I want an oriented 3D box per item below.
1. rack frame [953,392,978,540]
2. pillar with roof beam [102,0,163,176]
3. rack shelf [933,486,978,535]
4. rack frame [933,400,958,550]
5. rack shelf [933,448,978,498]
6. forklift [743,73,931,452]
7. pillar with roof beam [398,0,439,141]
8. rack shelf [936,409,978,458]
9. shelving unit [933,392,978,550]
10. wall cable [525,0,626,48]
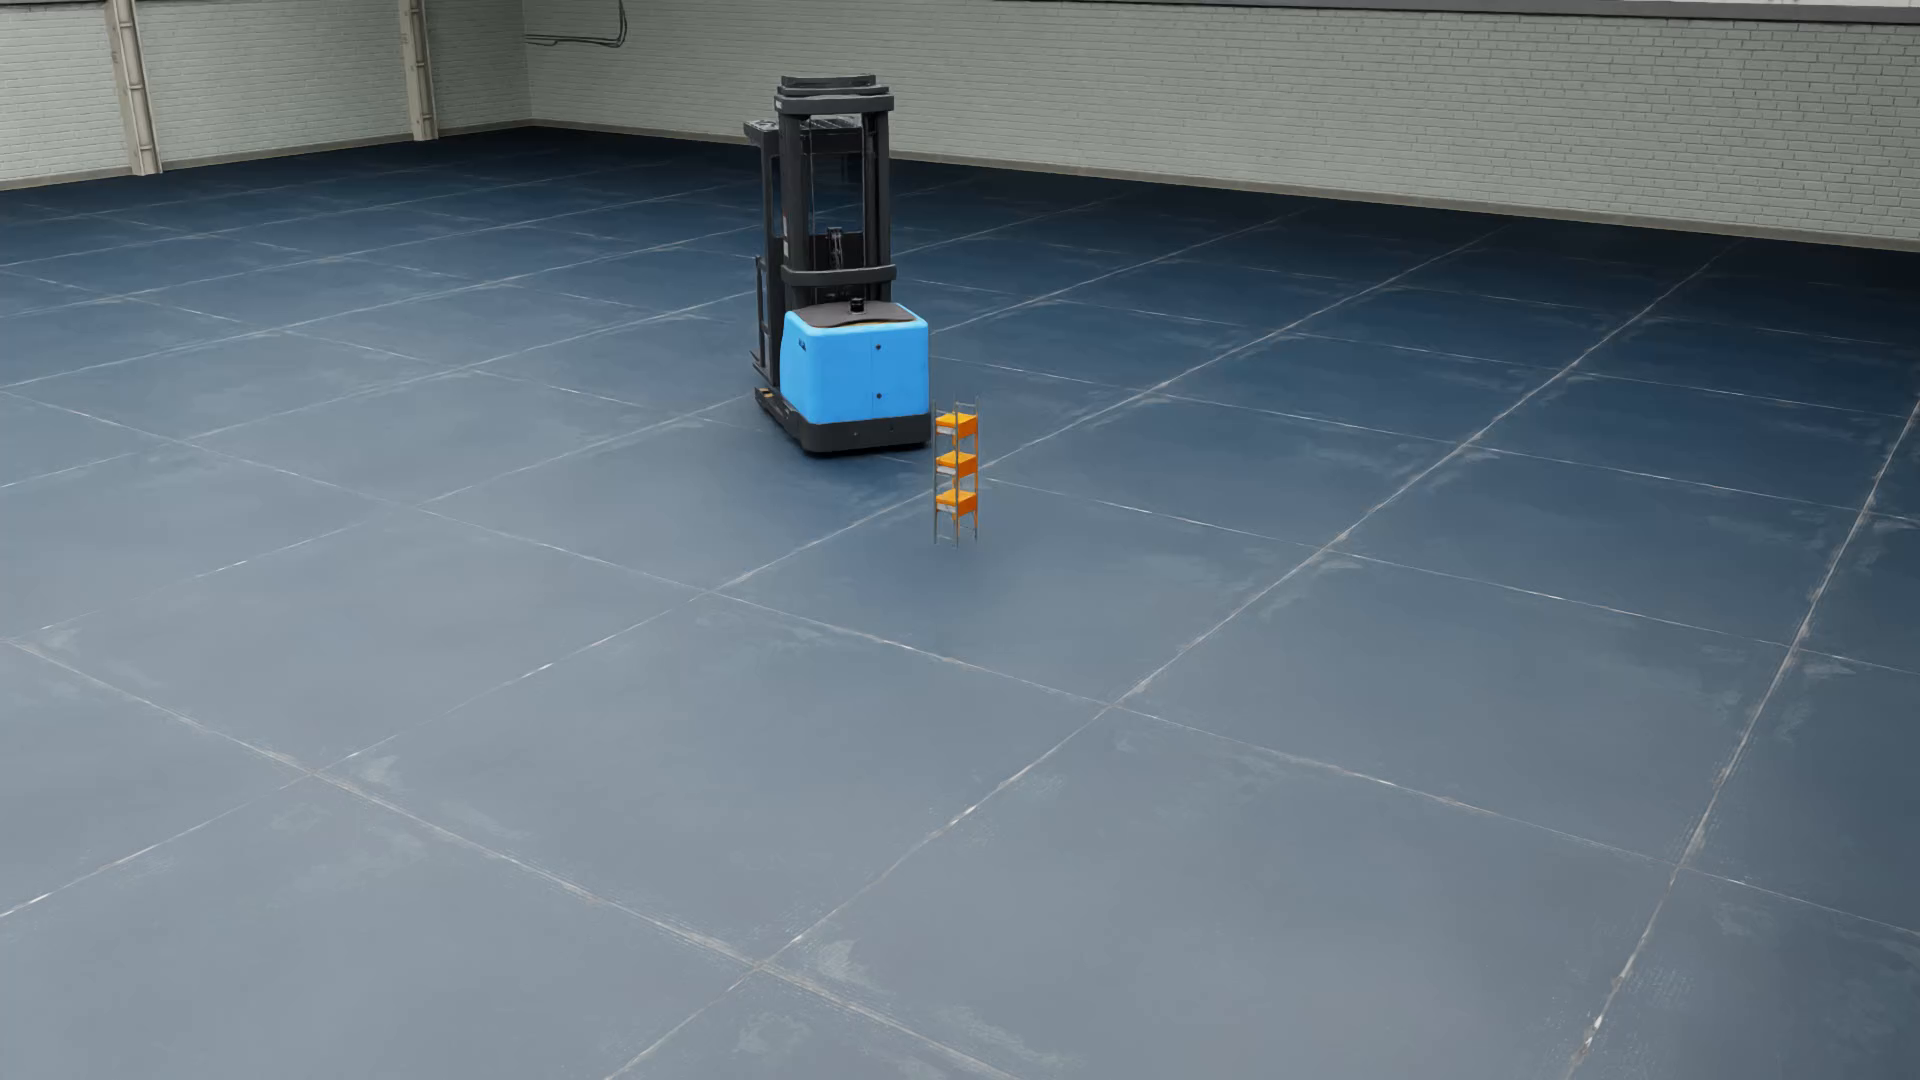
[{"bbox_3d":[0.038,-0.512,11.636,0.200,1.050,0.008,13,24,32],"label":"rack frame"},{"bbox_3d":[-10.644,-9.783,25.242,9.100,9.000,0.400,13,24,32],"label":"pillar with roof beam"},{"bbox_3d":[-0.030,-0.206,11.641,0.215,0.259,0.240,13,24,32],"label":"rack shelf"},{"bbox_3d":[-0.099,-0.442,11.447,0.200,1.050,0.008,13,24,32],"label":"rack frame"},{"bbox_3d":[-0.030,-0.467,11.545,0.215,0.259,0.240,13,24,32],"label":"rack shelf"},{"bbox_3d":[-1.213,-2.562,14.466,1.130,2.935,3.031,-7,21,-18],"label":"forklift"},{"bbox_3d":[-7.271,-11.505,29.896,9.100,9.000,0.400,13,24,32],"label":"pillar with roof beam"},{"bbox_3d":[-0.030,-0.733,11.447,0.215,0.259,0.240,13,24,32],"label":"rack shelf"},{"bbox_3d":[-0.030,-0.477,11.541,0.215,1.050,0.252,13,24,32],"label":"shelving unit"},{"bbox_3d":[-8.082,-11.475,34.292,3.097,2.526,0.112,13,24,32],"label":"wall cable"}]
